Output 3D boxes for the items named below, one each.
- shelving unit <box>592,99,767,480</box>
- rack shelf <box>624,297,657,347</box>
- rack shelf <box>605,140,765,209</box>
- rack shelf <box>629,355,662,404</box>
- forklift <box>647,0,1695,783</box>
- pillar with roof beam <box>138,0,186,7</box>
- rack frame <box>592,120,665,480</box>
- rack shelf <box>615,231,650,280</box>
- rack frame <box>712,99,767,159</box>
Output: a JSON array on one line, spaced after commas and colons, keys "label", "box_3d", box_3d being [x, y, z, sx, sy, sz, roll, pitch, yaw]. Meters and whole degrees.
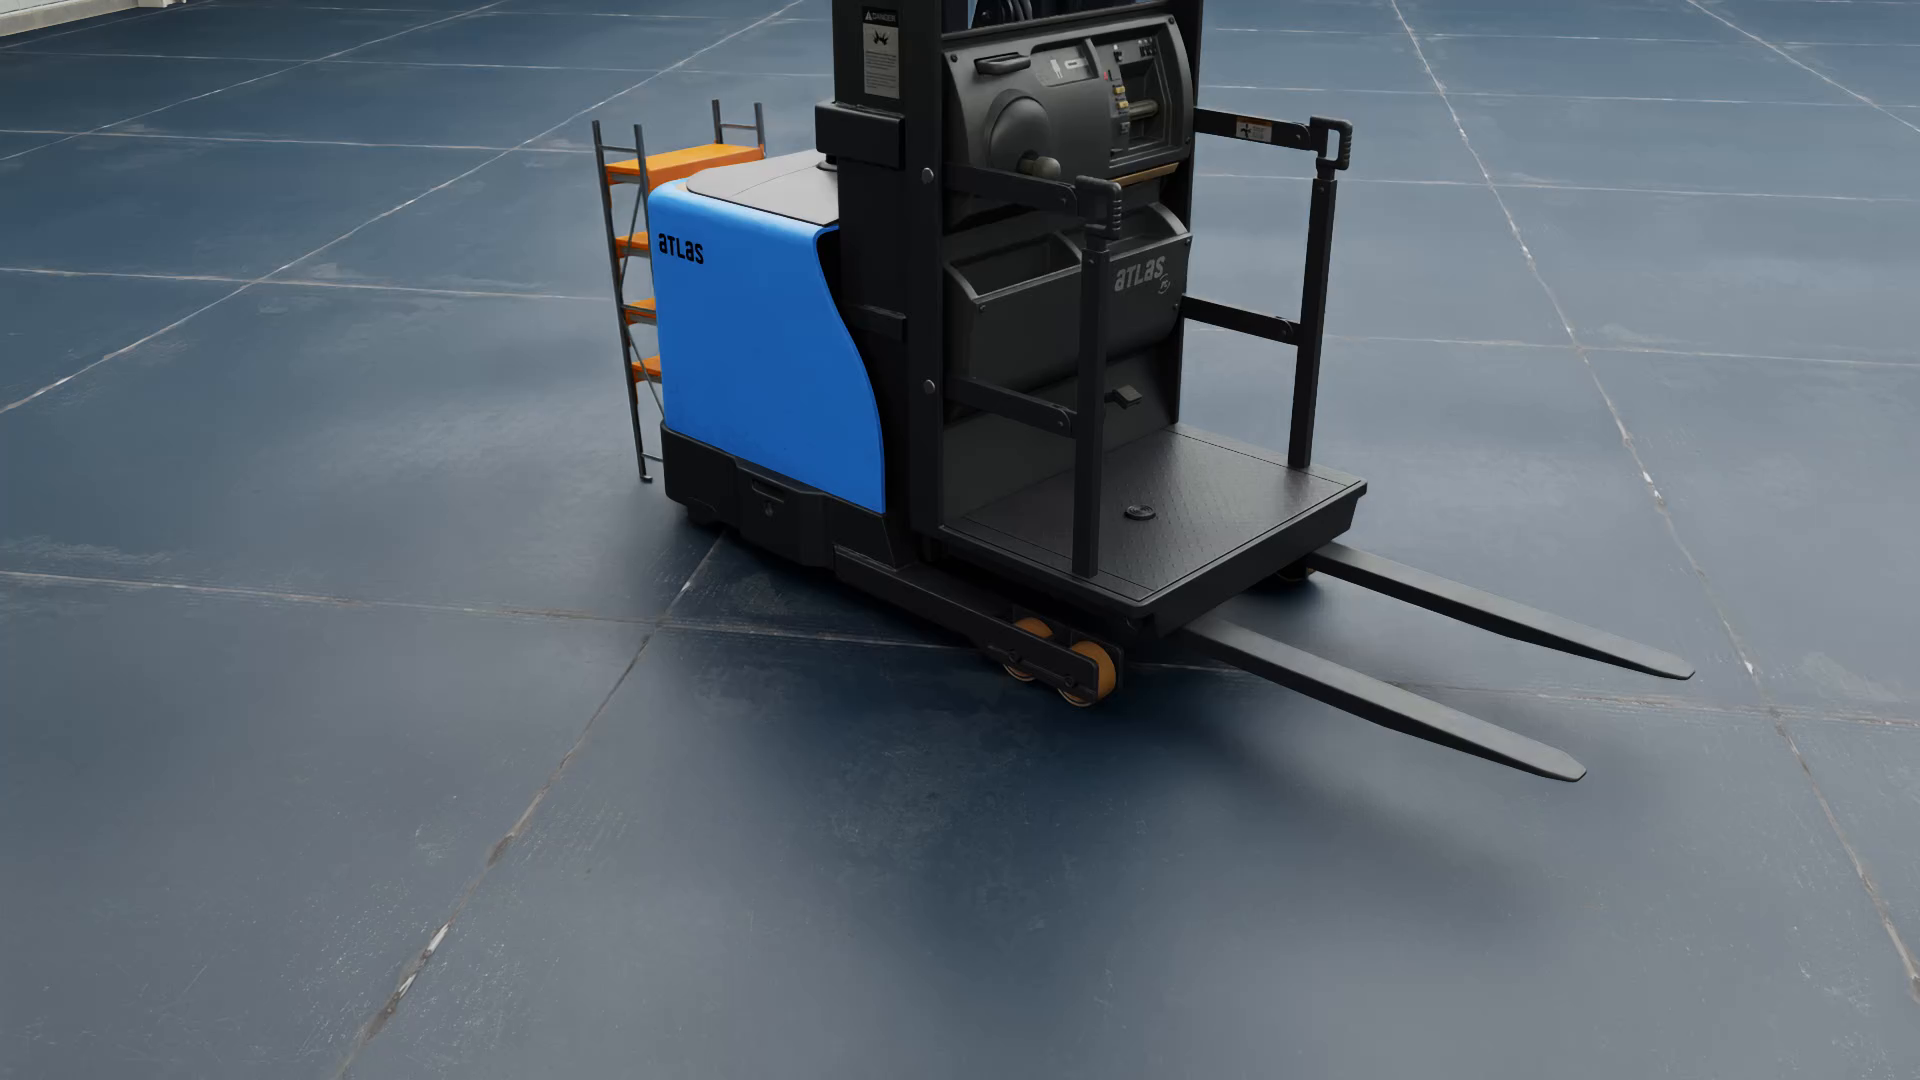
[{"label": "shelving unit", "box_3d": [-0.874, -0.823, 5.571, 0.258, 1.200, 0.503, 17, 29, 40]}, {"label": "rack shelf", "box_3d": [-0.870, -0.760, 5.596, 0.258, 0.148, 0.480, 17, 29, 40]}, {"label": "rack shelf", "box_3d": [-0.895, -1.186, 5.423, 0.258, 0.148, 0.480, 17, 29, 40]}, {"label": "rack shelf", "box_3d": [-0.859, -0.577, 5.671, 0.258, 0.148, 0.480, 17, 29, 40]}, {"label": "forklift", "box_3d": [0.460, -1.145, 4.238, 3.031, 2.935, 1.130, 22, 33, 38]}, {"label": "pillar with roof beam", "box_3d": [-3.839, -9.200, 14.290, 9.100, 9.000, 0.400, 4, 25, 9]}, {"label": "rack frame", "box_3d": [-1.039, -0.747, 5.408, 0.240, 1.200, 0.015, 17, 29, 40]}, {"label": "rack shelf", "box_3d": [-0.882, -0.967, 5.512, 0.258, 0.148, 0.480, 17, 29, 40]}, {"label": "rack frame", "box_3d": [-0.708, -0.899, 5.733, 0.240, 1.200, 0.015, 17, 29, 40]}]
